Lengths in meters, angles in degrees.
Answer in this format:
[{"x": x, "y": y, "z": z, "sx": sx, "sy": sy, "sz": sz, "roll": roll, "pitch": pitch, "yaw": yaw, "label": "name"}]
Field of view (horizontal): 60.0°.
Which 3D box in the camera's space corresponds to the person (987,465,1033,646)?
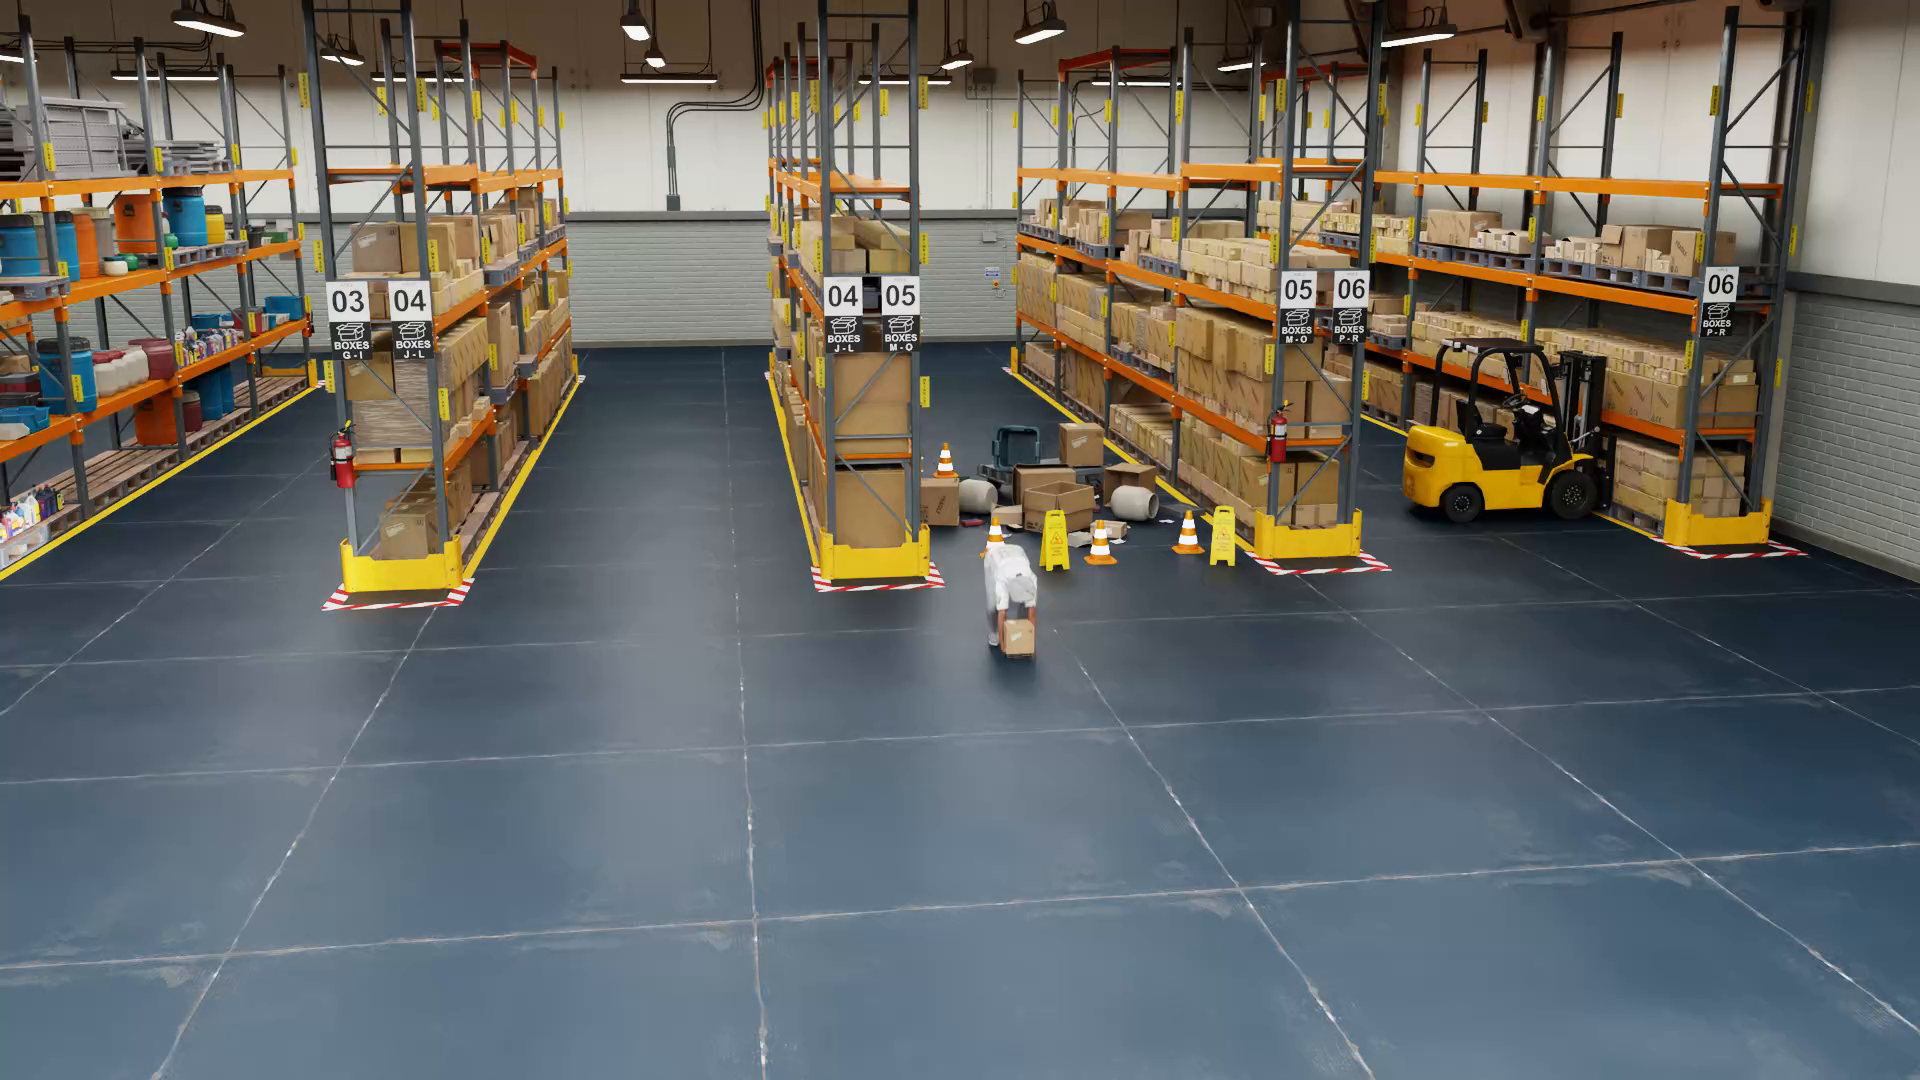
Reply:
[{"x": 0.466, "y": 0.150, "z": 15.307, "sx": 0.435, "sy": 1.692, "sz": 0.520, "roll": -2, "pitch": 13, "yaw": -9, "label": "person"}]
